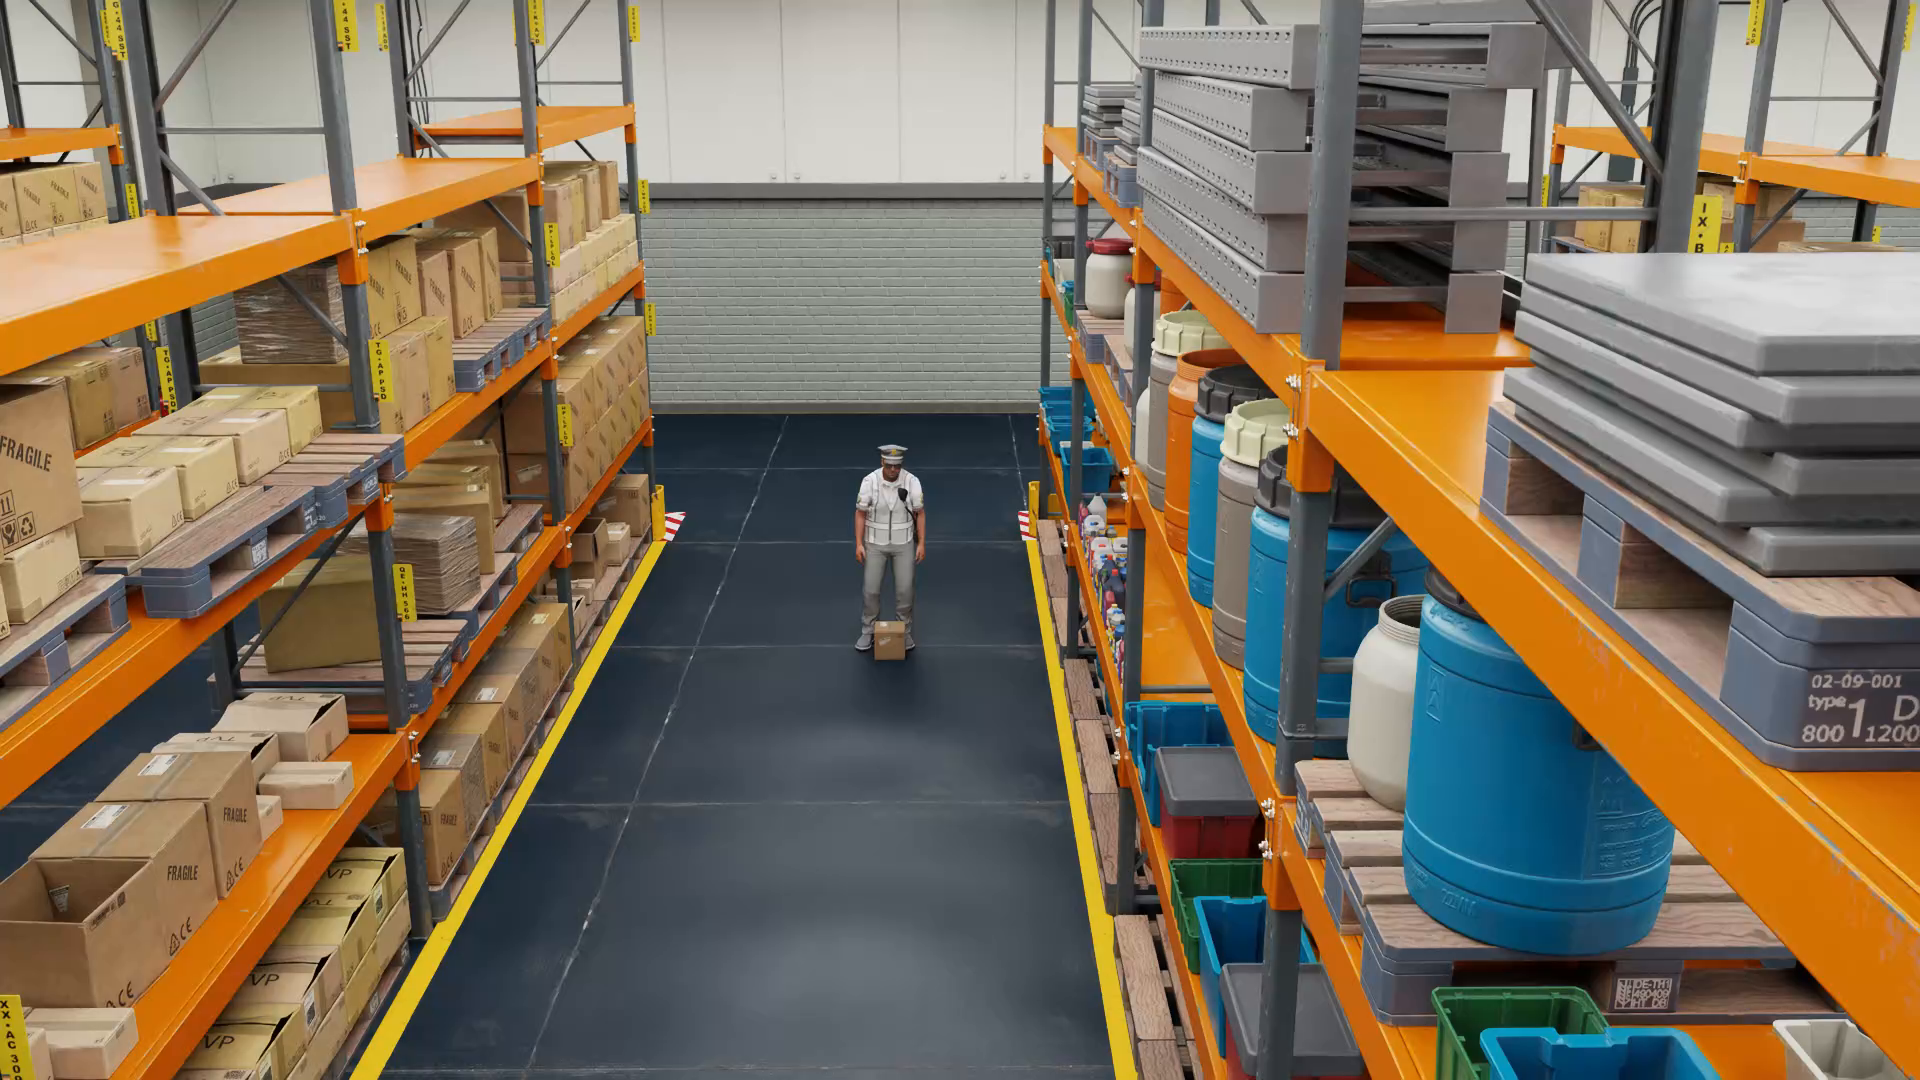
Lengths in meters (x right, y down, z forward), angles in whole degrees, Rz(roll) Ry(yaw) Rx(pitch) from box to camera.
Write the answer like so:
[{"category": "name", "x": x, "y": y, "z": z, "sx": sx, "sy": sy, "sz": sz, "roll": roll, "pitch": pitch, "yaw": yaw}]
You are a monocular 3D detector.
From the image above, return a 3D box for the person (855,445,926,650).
[{"category": "person", "x": -0.588, "y": 0.037, "z": 13.904, "sx": 0.606, "sy": 1.750, "sz": 0.431, "roll": -1, "pitch": 17, "yaw": -4}]
